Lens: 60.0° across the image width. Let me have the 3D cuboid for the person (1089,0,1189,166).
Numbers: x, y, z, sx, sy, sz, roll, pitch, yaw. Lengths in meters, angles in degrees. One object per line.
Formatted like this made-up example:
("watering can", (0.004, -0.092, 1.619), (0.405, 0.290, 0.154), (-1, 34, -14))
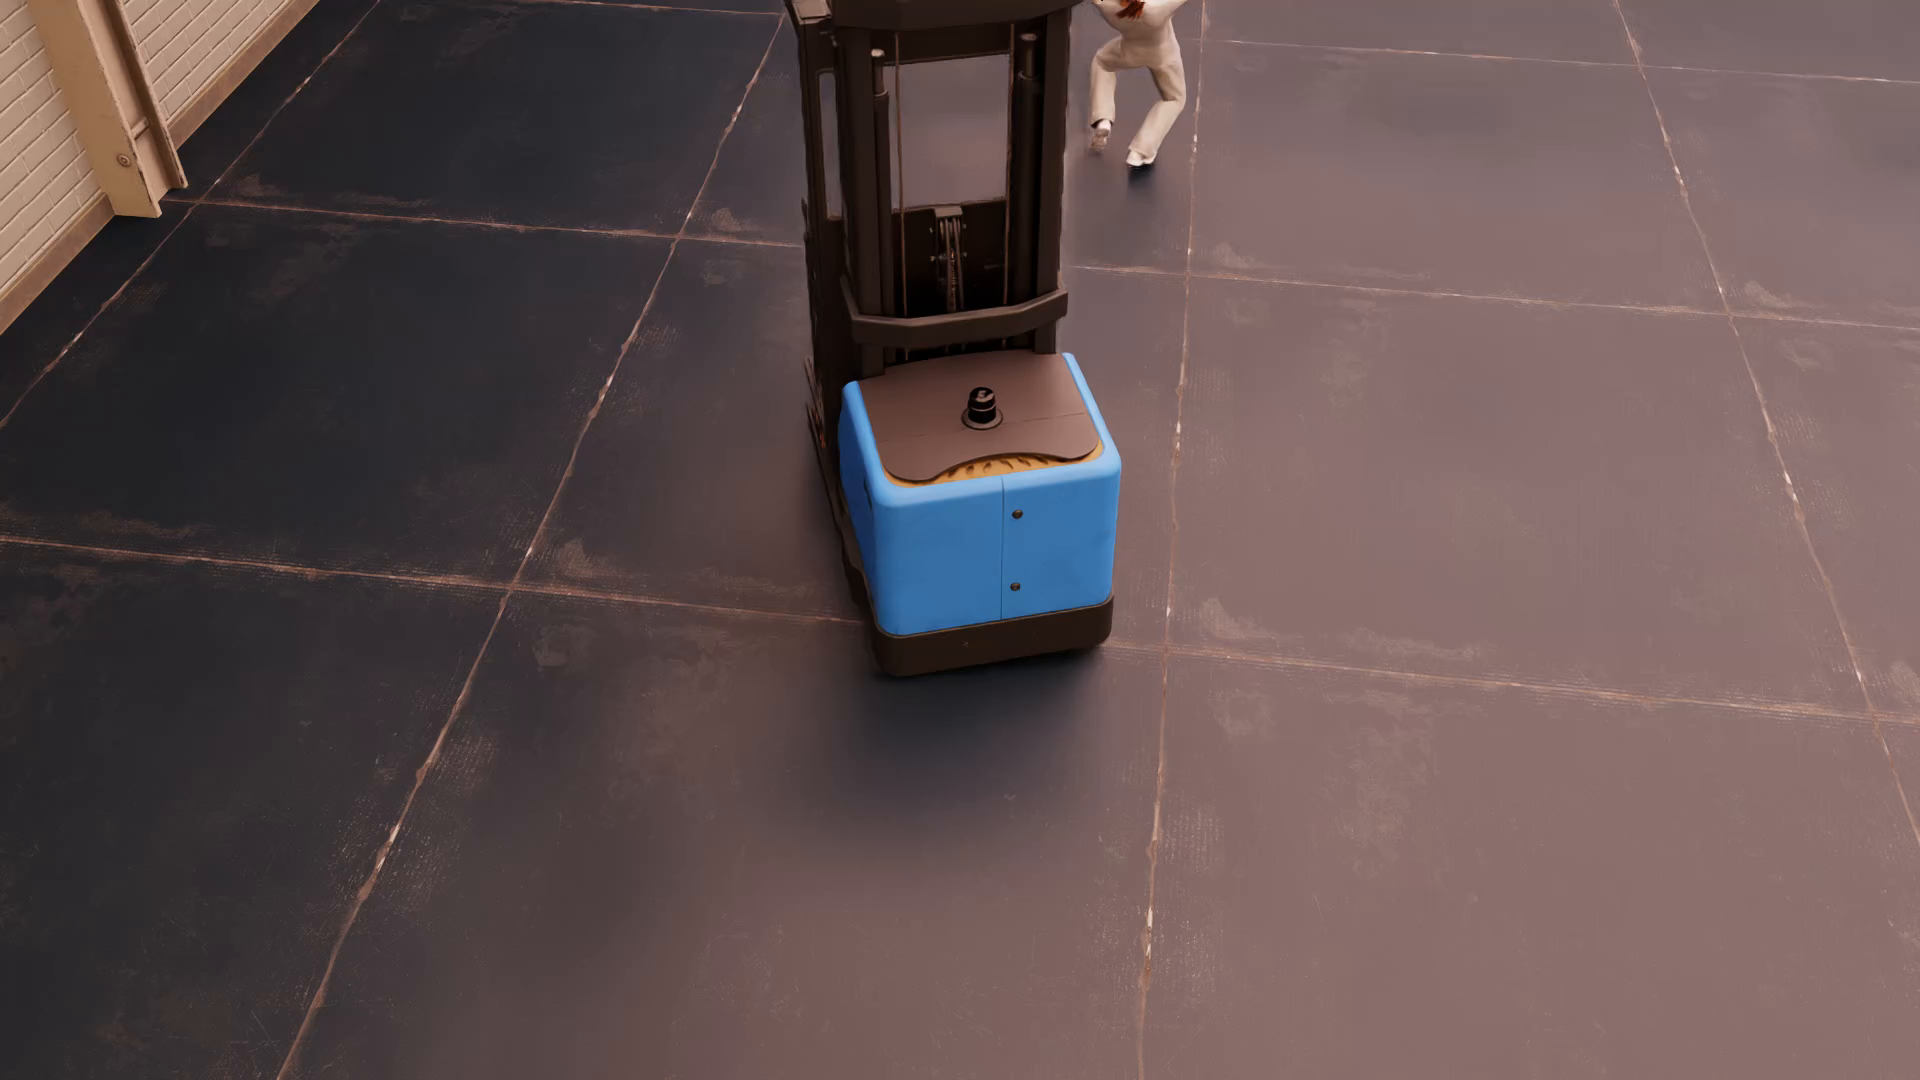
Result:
("person", (1.004, -2.995, 10.018), (0.856, 1.545, 0.726), (15, 45, 15))

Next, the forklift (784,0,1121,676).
("forklift", (-0.155, -1.502, 7.360), (1.130, 2.935, 3.031), (-9, 43, -9))
